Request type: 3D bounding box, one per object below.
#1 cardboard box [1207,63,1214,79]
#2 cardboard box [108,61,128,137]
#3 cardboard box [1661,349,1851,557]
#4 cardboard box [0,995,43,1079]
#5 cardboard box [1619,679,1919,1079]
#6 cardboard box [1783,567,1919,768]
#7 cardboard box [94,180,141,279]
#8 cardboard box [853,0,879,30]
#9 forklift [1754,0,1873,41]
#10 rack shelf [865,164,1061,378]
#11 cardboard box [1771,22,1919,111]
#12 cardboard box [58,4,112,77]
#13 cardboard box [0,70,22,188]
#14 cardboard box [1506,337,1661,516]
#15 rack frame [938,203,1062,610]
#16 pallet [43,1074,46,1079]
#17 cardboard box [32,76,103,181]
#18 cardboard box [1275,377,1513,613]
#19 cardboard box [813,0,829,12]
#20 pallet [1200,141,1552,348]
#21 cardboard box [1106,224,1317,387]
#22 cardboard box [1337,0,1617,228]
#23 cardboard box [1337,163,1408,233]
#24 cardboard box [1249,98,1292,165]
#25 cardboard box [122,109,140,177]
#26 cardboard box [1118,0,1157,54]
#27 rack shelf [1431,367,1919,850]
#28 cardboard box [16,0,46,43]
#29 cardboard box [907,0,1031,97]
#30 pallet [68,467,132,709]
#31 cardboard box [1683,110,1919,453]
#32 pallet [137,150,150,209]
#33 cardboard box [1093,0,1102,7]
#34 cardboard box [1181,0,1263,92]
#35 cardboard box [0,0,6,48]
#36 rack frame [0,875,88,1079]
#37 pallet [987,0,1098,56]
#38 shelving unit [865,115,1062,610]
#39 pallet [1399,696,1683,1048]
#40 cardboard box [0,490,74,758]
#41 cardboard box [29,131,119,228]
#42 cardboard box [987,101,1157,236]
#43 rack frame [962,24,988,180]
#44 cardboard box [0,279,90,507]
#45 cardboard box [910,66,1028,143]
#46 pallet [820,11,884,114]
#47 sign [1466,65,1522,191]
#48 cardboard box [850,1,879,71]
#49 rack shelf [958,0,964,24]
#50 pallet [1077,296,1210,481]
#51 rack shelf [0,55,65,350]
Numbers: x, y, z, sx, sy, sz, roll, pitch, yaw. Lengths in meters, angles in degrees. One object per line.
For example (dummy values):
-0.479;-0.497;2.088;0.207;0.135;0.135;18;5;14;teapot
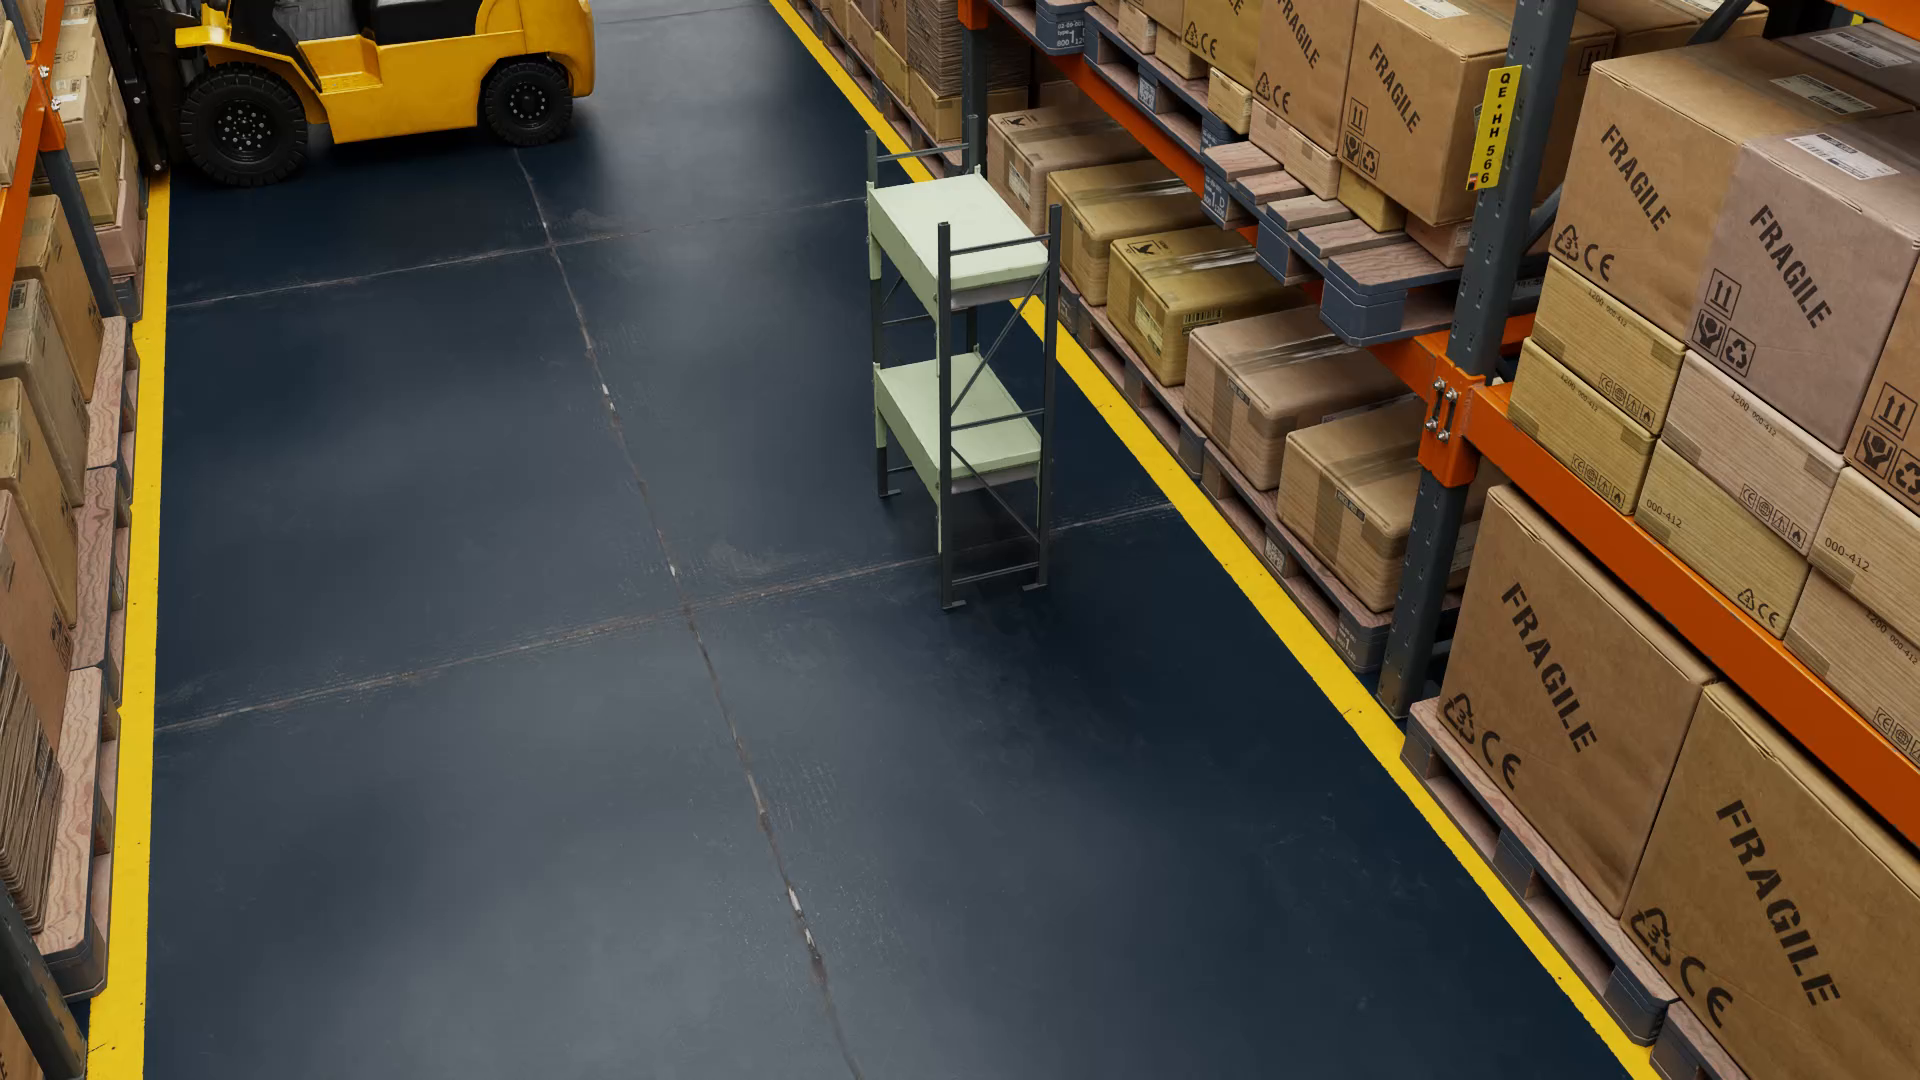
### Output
1.097;-1.676;5.842;0.380;0.149;0.250;-12;39;-16;cardboard box
-4.375;-2.145;8.125;0.500;0.250;0.500;-13;39;-16;cardboard box
1.994;-0.248;3.796;0.500;0.250;0.500;-12;39;-15;cardboard box
-2.437;1.317;3.737;0.500;0.500;0.500;-11;38;-15;cardboard box
2.337;0.855;4.039;0.875;0.875;0.875;-12;39;-15;cardboard box
2.175;0.234;3.571;0.500;0.250;0.500;-11;38;-14;cardboard box
-4.017;-1.379;7.524;0.500;0.250;0.500;-12;39;-15;cardboard box
-0.311;-3.220;9.345;0.500;0.500;0.500;-10;38;-14;cardboard box
3.032;-2.037;6.519;1.130;2.935;3.031;-11;38;-15;forklift
-0.002;-0.915;5.569;0.431;0.370;0.720;-12;39;-16;rack shelf
2.298;-0.940;4.090;0.500;0.500;0.500;-13;39;-17;cardboard box
-4.381;-2.345;7.975;0.500;0.250;0.500;-11;38;-14;cardboard box
-3.564;-1.395;5.733;0.500;0.250;0.500;-13;39;-16;cardboard box
1.807;-0.350;4.346;0.500;0.250;0.500;-13;39;-17;cardboard box
0.124;-0.396;5.529;0.400;1.500;0.023;-12;39;-16;rack frame
-2.563;1.835;3.638;1.003;0.211;1.213;-12;39;-16;pallet
-4.033;-1.775;7.219;0.500;0.250;0.500;-13;39;-17;cardboard box
1.690;-0.178;5.828;0.950;0.372;0.625;-15;40;-19;cardboard box
-0.692;-3.524;10.372;0.500;0.250;0.500;-11;38;-14;cardboard box
1.529;-1.042;5.300;1.213;0.211;1.003;-12;39;-16;pallet
1.172;-1.022;6.949;0.950;0.372;0.625;-11;38;-14;cardboard box
1.457;-1.264;4.755;0.500;0.500;0.500;-14;39;-17;cardboard box
1.381;-1.079;5.048;0.380;0.149;0.250;-12;39;-15;cardboard box
1.173;-1.355;5.416;0.380;0.149;0.250;-14;39;-18;cardboard box
-4.397;-1.950;8.282;0.500;0.250;0.500;-12;39;-15;cardboard box
0.814;-1.946;6.200;0.380;0.149;0.250;-11;38;-14;cardboard box
2.563;0.679;3.453;1.077;0.370;4.000;-12;39;-16;rack shelf
-4.069;-2.313;6.744;0.500;0.500;0.500;-13;39;-17;cardboard box
0.043;-2.645;8.582;0.500;0.500;0.500;-13;39;-17;cardboard box
-3.447;0.244;5.750;1.003;0.211;1.213;-12;39;-16;pallet
1.995;-0.570;3.600;0.500;0.500;0.500;-12;39;-16;cardboard box
-4.819;-2.002;8.733;1.003;0.211;1.213;-12;39;-16;pallet
0.688;-2.246;6.599;0.380;0.149;0.250;-12;39;-15;cardboard box
1.094;-1.839;5.518;0.500;0.500;0.500;-15;40;-19;cardboard box
-3.752;-1.883;5.966;0.500;0.250;0.500;-13;39;-17;cardboard box
-2.785;0.292;3.370;1.000;3.000;0.127;-12;39;-16;rack frame
0.625;-2.459;7.181;1.003;0.211;1.213;-12;39;-16;pallet
-0.002;-0.603;5.804;0.431;1.500;0.755;-12;39;-16;shelving unit
2.075;0.837;4.964;1.003;0.211;1.213;-12;39;-16;pallet
-3.219;0.350;4.917;0.875;0.625;0.625;-11;38;-14;cardboard box
-4.038;-1.574;7.368;0.500;0.250;0.500;-13;39;-16;cardboard box
0.681;-1.820;8.008;0.950;0.372;0.625;-12;39;-15;cardboard box
0.498;-2.998;7.737;1.000;3.000;0.127;-12;39;-16;rack frame
-3.711;-0.455;5.985;0.875;0.625;0.625;-13;39;-16;cardboard box
0.042;-2.346;8.807;0.500;0.250;0.500;-11;38;-14;cardboard box
-0.190;-2.946;9.986;1.003;0.211;1.213;-12;39;-16;pallet
1.368;-1.051;4.256;0.100;0.325;0.005;-12;39;-16;sign
-0.321;-2.933;9.586;0.500;0.250;0.500;-12;39;-15;cardboard box
-0.190;-3.840;9.453;1.077;0.370;4.000;-12;39;-16;rack shelf
1.191;-0.754;7.076;1.003;0.211;1.213;-12;39;-16;pallet
-3.473;-0.551;5.086;1.077;0.370;4.000;-12;39;-16;rack shelf
